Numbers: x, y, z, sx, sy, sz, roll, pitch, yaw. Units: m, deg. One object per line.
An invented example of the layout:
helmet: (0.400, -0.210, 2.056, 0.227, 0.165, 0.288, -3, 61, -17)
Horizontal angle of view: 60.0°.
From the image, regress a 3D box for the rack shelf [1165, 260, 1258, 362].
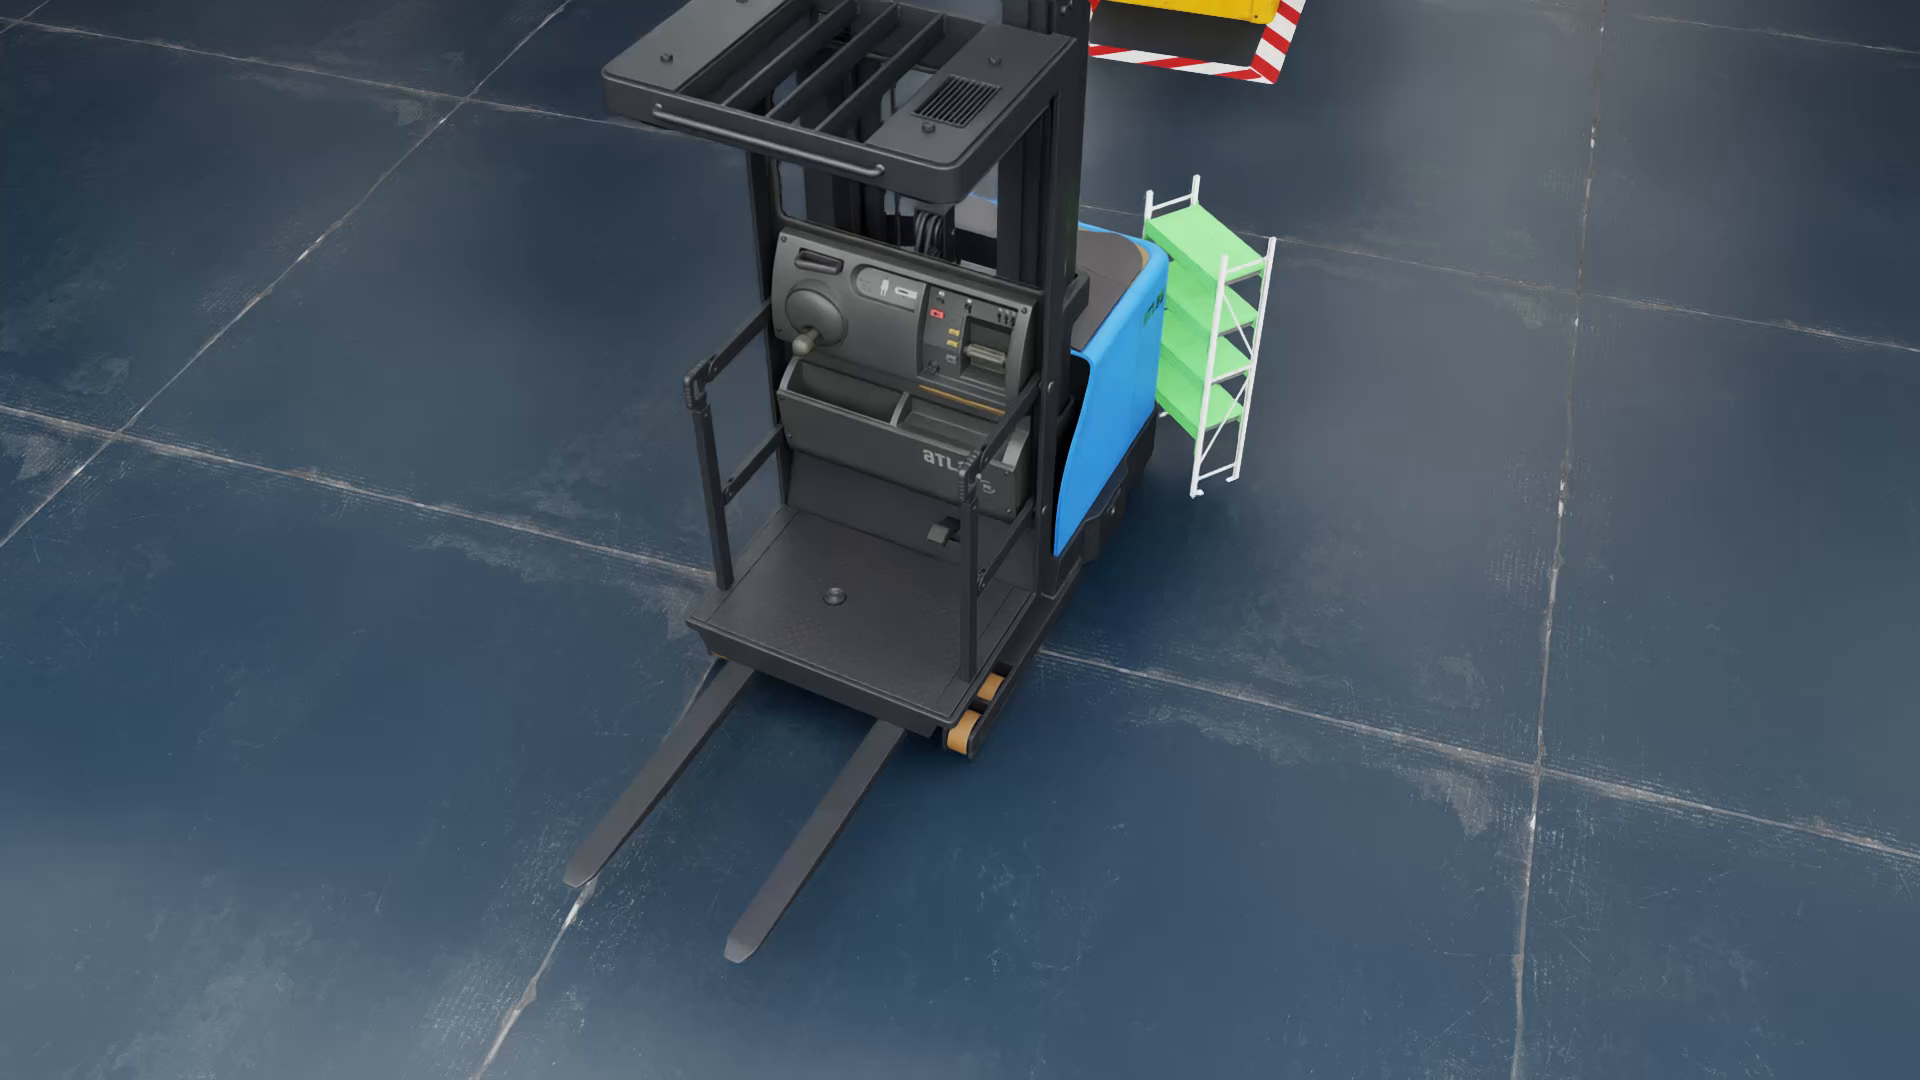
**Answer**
rack shelf: (0.948, -0.929, 6.589, 0.258, 0.148, 0.480, -22, 48, -21)

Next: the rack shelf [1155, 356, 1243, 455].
rack shelf: (0.948, -0.586, 6.925, 0.258, 0.148, 0.480, -22, 48, -21)

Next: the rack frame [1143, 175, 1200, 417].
rack frame: (0.828, -0.951, 6.864, 0.240, 1.200, 0.015, -22, 48, -21)

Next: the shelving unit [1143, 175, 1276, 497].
shelving unit: (0.948, -0.803, 6.713, 0.258, 1.200, 0.503, -22, 48, -21)

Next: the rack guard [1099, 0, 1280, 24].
rack guard: (1.341, -3.473, 9.942, 1.175, 0.500, 0.348, 13, 46, 13)

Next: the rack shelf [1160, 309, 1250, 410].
rack shelf: (0.948, -0.757, 6.757, 0.258, 0.148, 0.480, -22, 48, -21)

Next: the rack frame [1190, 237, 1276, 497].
rack frame: (1.068, -0.654, 6.561, 0.240, 1.200, 0.015, -22, 48, -21)

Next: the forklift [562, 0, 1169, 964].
forklift: (-0.295, -0.638, 5.306, 1.130, 2.935, 3.031, 19, 48, 19)

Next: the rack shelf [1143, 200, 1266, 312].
rack shelf: (0.948, -1.100, 6.422, 0.258, 0.148, 0.480, -22, 48, -21)
